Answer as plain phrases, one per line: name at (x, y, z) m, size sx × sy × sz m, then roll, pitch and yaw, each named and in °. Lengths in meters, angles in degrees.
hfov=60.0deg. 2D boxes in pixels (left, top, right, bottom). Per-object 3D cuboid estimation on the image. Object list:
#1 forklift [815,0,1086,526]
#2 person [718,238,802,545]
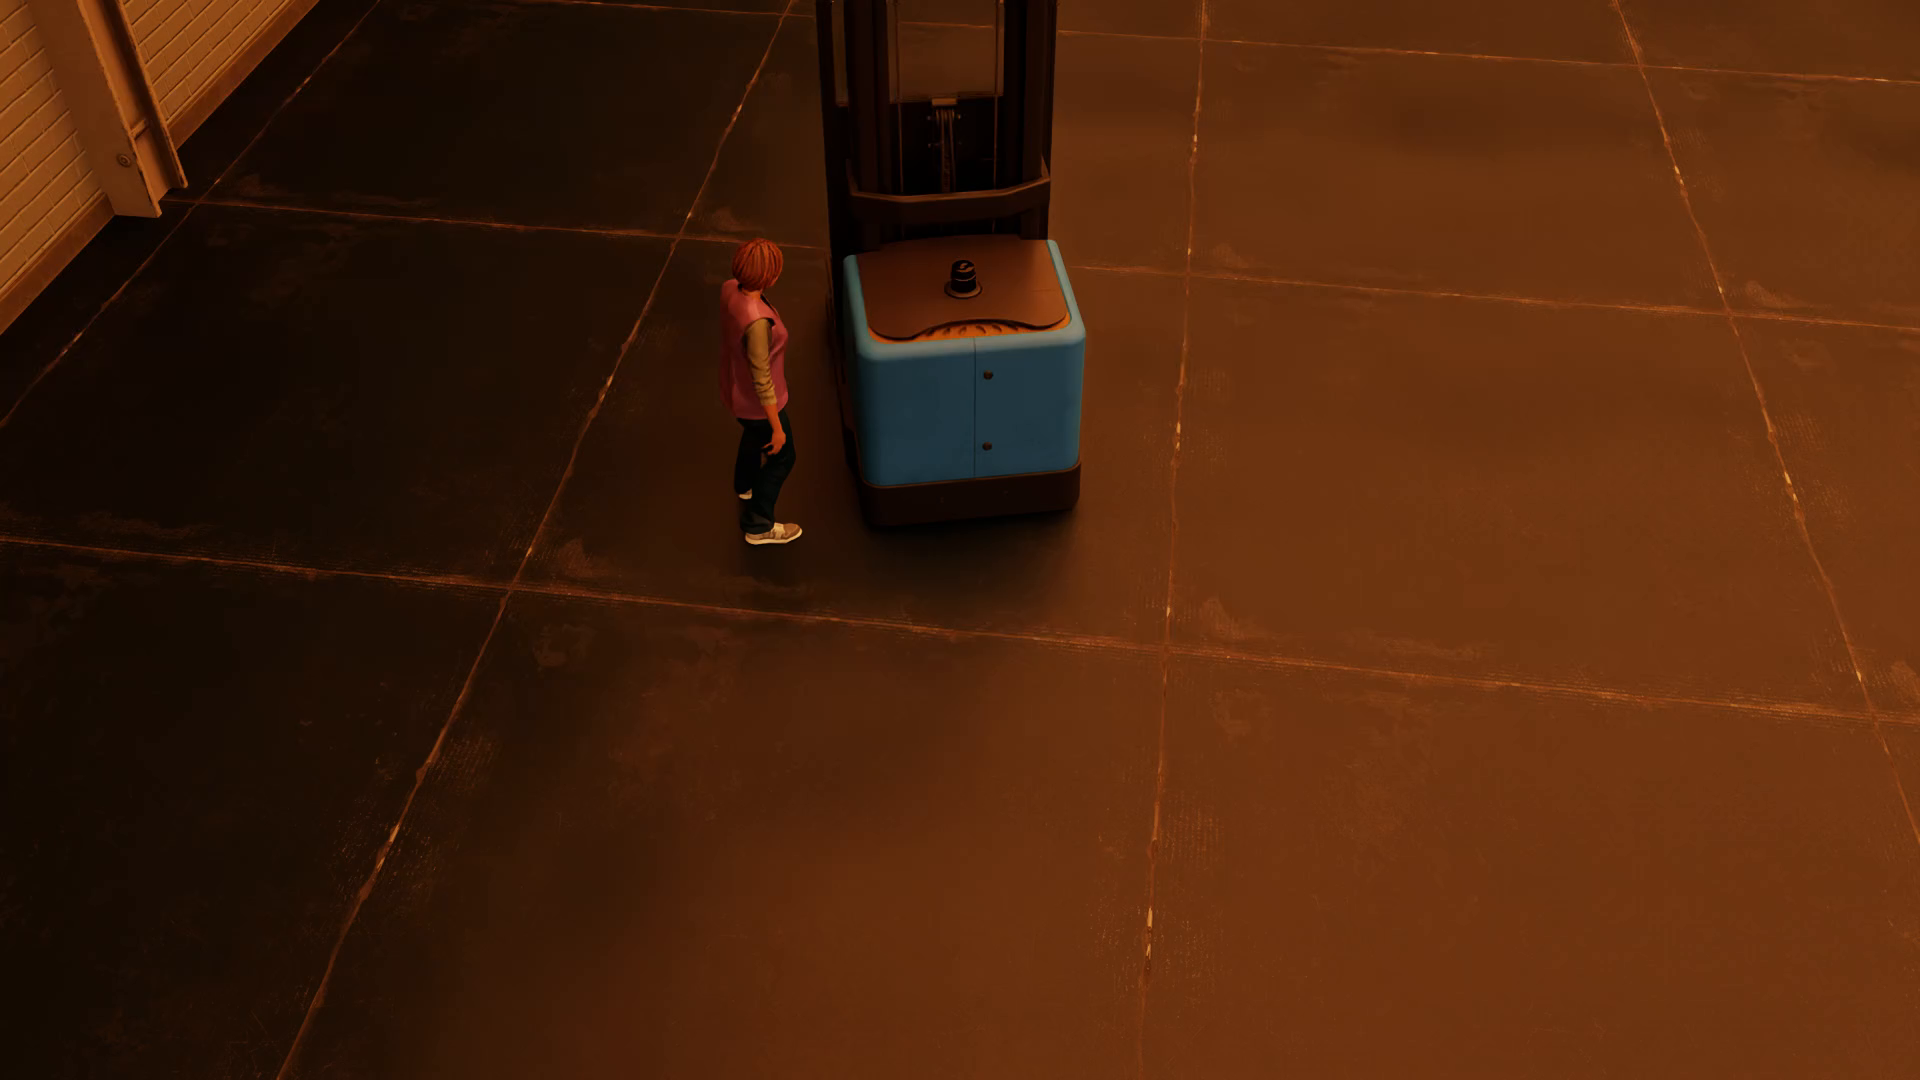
forklift at (-0.140, -2.145, 8.059) m, size 1.130 × 2.935 × 3.031 m, roll -5°, pitch 43°, yaw -6°
person at (-0.901, -0.661, 7.453) m, size 0.357 × 1.570 × 0.650 m, roll -18°, pitch 46°, yaw -19°
